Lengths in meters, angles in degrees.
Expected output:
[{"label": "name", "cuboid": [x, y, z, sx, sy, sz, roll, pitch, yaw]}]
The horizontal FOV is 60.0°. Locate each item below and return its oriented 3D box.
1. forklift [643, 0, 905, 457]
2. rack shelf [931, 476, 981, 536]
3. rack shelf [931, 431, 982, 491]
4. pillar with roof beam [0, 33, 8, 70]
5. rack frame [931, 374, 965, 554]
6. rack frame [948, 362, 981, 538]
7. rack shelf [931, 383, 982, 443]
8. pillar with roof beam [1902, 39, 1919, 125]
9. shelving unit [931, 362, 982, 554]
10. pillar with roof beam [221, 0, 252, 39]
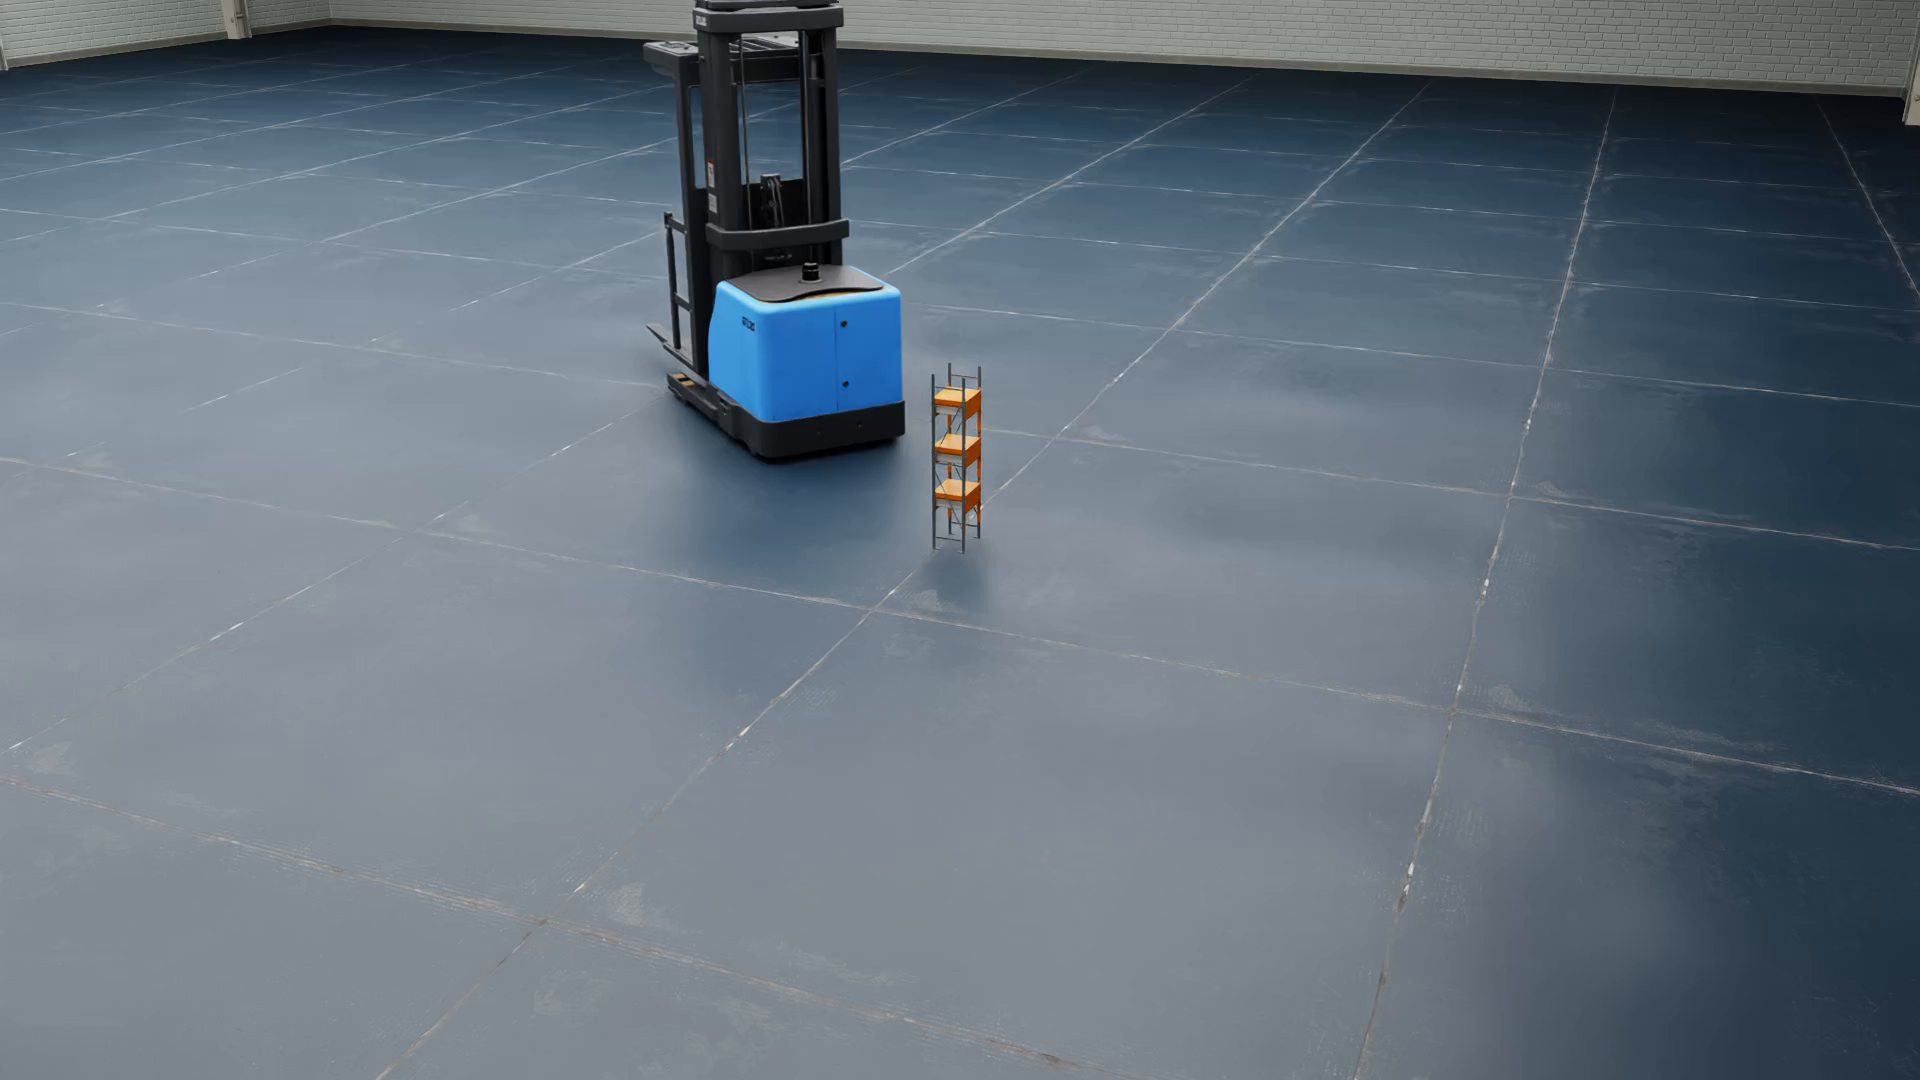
[{"label": "forklift", "cuboid": [-1.507, -2.421, 11.743, 1.130, 2.935, 3.031, -12, 25, -26]}, {"label": "rack shelf", "cuboid": [-0.020, -0.199, 9.613, 0.215, 0.259, 0.240, 9, 24, 20]}, {"label": "rack shelf", "cuboid": [-0.020, -0.456, 9.506, 0.215, 0.259, 0.240, 9, 24, 20]}, {"label": "pillar with roof beam", "cuboid": [-13.471, -12.010, 26.828, 9.100, 9.000, 0.400, 9, 24, 20]}, {"label": "rack frame", "cuboid": [-0.065, -0.422, 9.397, 0.200, 1.050, 0.008, 9, 24, 20]}, {"label": "rack frame", "cuboid": [0.025, -0.509, 9.606, 0.200, 1.050, 0.008, 9, 24, 20]}, {"label": "rack shelf", "cuboid": [-0.020, -0.717, 9.397, 0.215, 0.259, 0.240, 9, 24, 20]}, {"label": "pillar with roof beam", "cuboid": [10.010, -10.880, 24.123, 9.100, 9.000, 0.400, 9, 24, 20]}, {"label": "shelving unit", "cuboid": [-0.020, -0.465, 9.502, 0.215, 1.050, 0.252, 9, 24, 20]}, {"label": "pillar with roof beam", "cuboid": [-11.242, -14.157, 31.968, 9.100, 9.000, 0.400, 9, 24, 20]}]
